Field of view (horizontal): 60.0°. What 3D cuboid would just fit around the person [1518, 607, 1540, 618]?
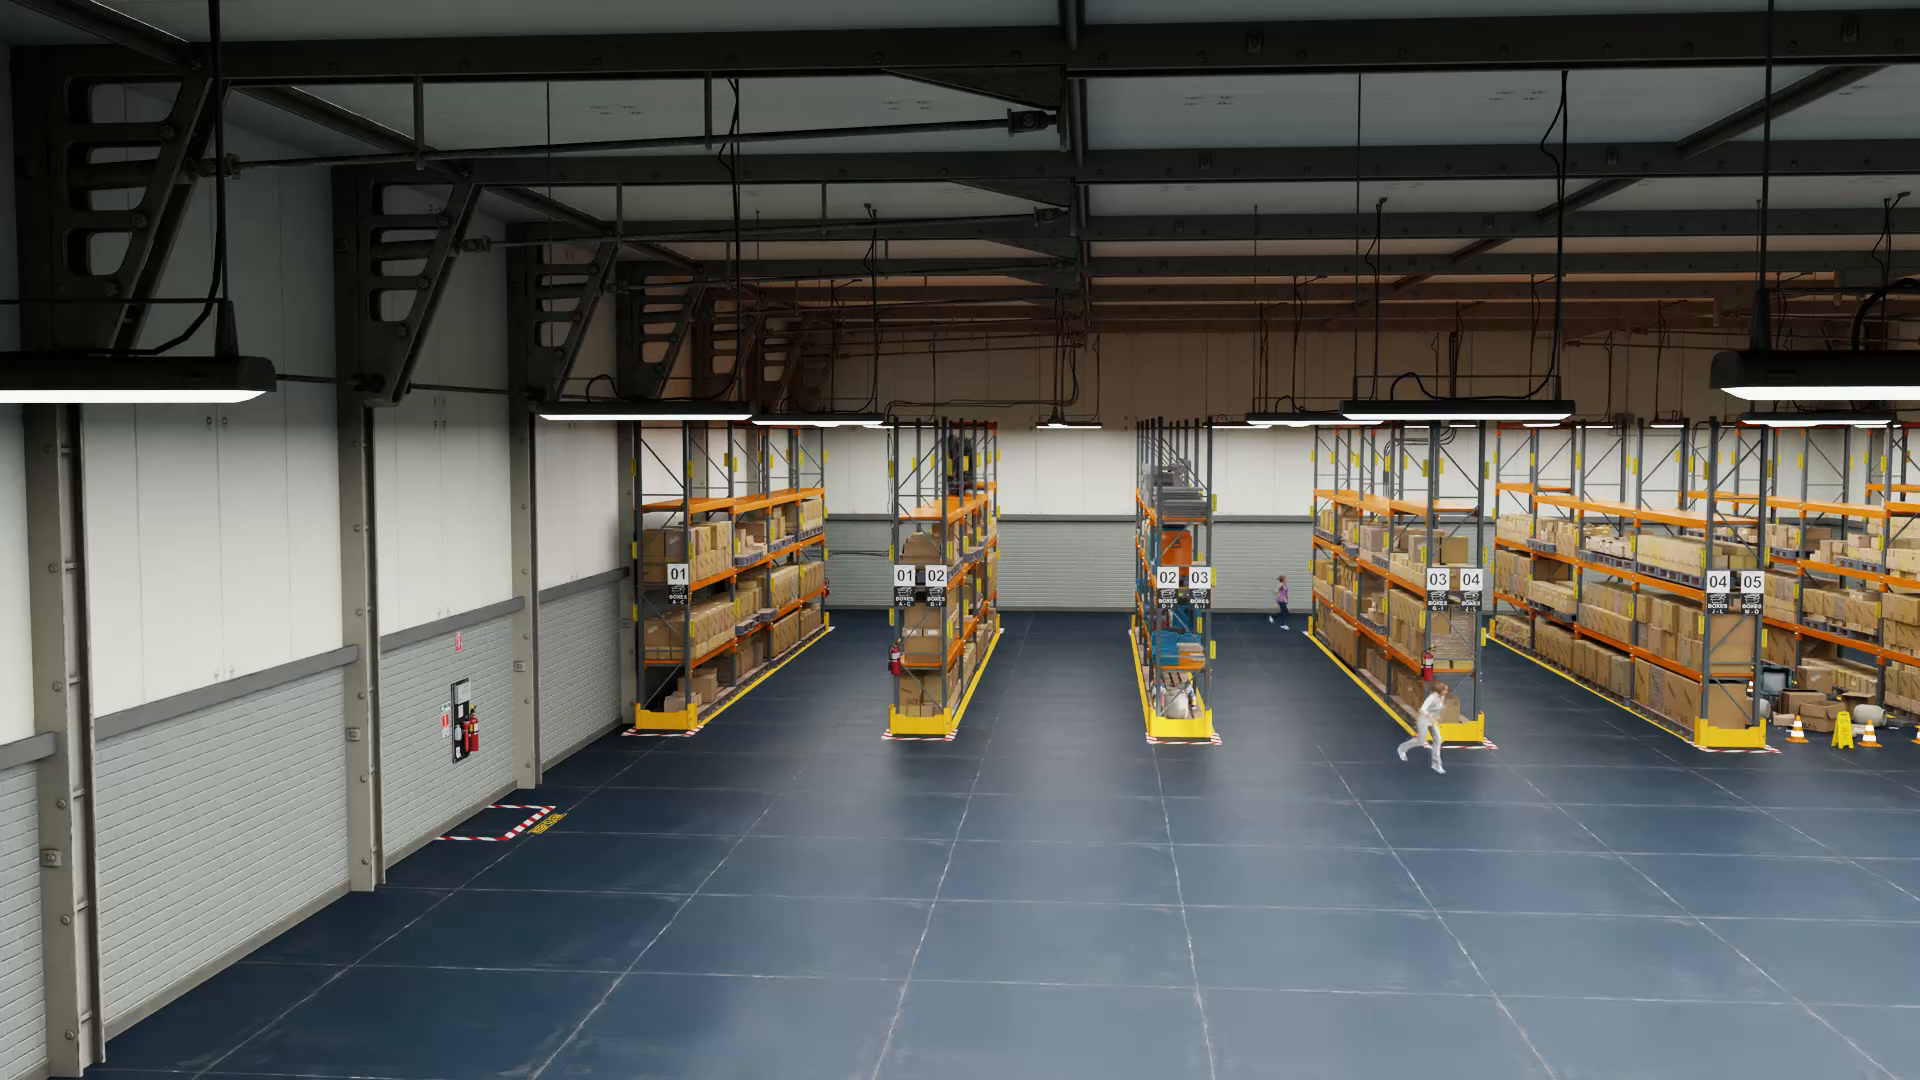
[{"bbox_3d":[16.132,1.751,47.339,0.728,1.752,0.947,-4,5,-45],"label":"person"}]

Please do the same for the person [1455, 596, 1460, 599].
[{"bbox_3d":[13.502,1.932,46.065,0.745,1.659,0.651,0,4,7],"label":"person"}]

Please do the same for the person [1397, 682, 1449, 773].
[{"bbox_3d":[7.843,3.137,28.191,0.912,1.547,0.569,3,5,41],"label":"person"}]

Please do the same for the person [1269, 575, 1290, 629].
[{"bbox_3d":[9.292,1.801,48.403,0.646,1.557,0.570,2,4,23],"label":"person"}]
